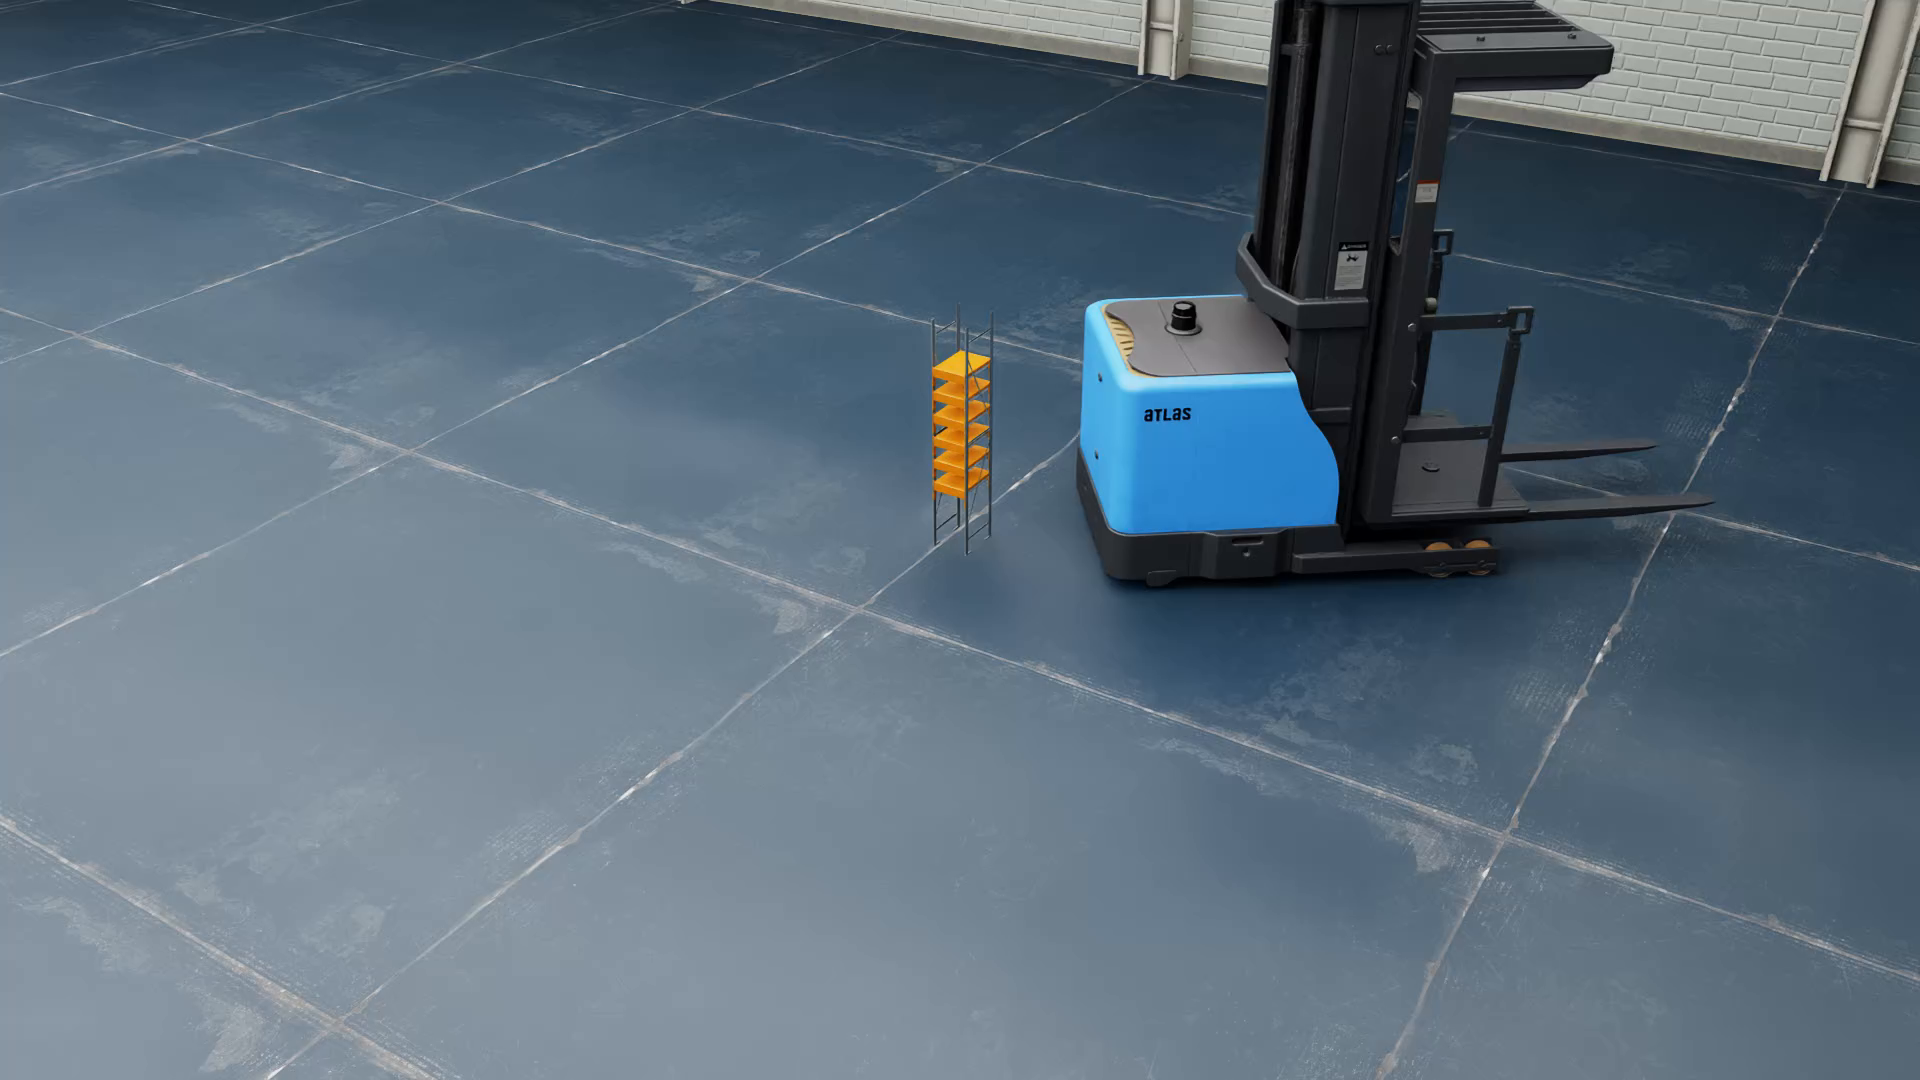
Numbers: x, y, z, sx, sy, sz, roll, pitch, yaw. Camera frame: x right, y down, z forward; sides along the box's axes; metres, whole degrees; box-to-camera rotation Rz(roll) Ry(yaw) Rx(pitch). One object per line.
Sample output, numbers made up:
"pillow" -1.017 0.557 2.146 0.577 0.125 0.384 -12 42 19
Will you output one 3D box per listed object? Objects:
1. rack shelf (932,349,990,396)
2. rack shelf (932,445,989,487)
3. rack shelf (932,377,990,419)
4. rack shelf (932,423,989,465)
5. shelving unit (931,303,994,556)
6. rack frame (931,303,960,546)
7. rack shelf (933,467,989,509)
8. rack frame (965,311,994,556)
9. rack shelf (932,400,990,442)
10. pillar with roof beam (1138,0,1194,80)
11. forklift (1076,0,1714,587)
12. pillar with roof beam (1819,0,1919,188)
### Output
"rack shelf" 0.012 -0.787 7.782 0.180 0.103 0.258 18 35 27
"rack shelf" 0.012 -0.372 8.024 0.180 0.103 0.258 18 35 27
"rack shelf" 0.012 -0.683 7.842 0.180 0.103 0.258 18 35 27
"rack shelf" 0.012 -0.476 7.963 0.180 0.103 0.258 18 35 27
"shelving unit" 0.012 -0.514 7.941 0.189 1.200 0.258 18 35 27
"rack frame" -0.065 -0.539 7.983 0.006 1.200 0.240 18 35 27
"rack shelf" 0.012 -0.269 8.084 0.180 0.103 0.258 18 35 27
"rack frame" 0.090 -0.490 7.899 0.006 1.200 0.240 18 35 27
"rack shelf" 0.012 -0.580 7.903 0.180 0.103 0.258 18 35 27
"pillar with roof beam" -0.344 -6.510 10.478 0.400 9.000 9.100 18 35 27
"forklift" 2.149 -1.350 7.655 3.031 2.935 1.130 -3 30 -5
"pillar with roof beam" 4.738 -4.902 7.723 0.400 9.000 9.100 18 35 27
